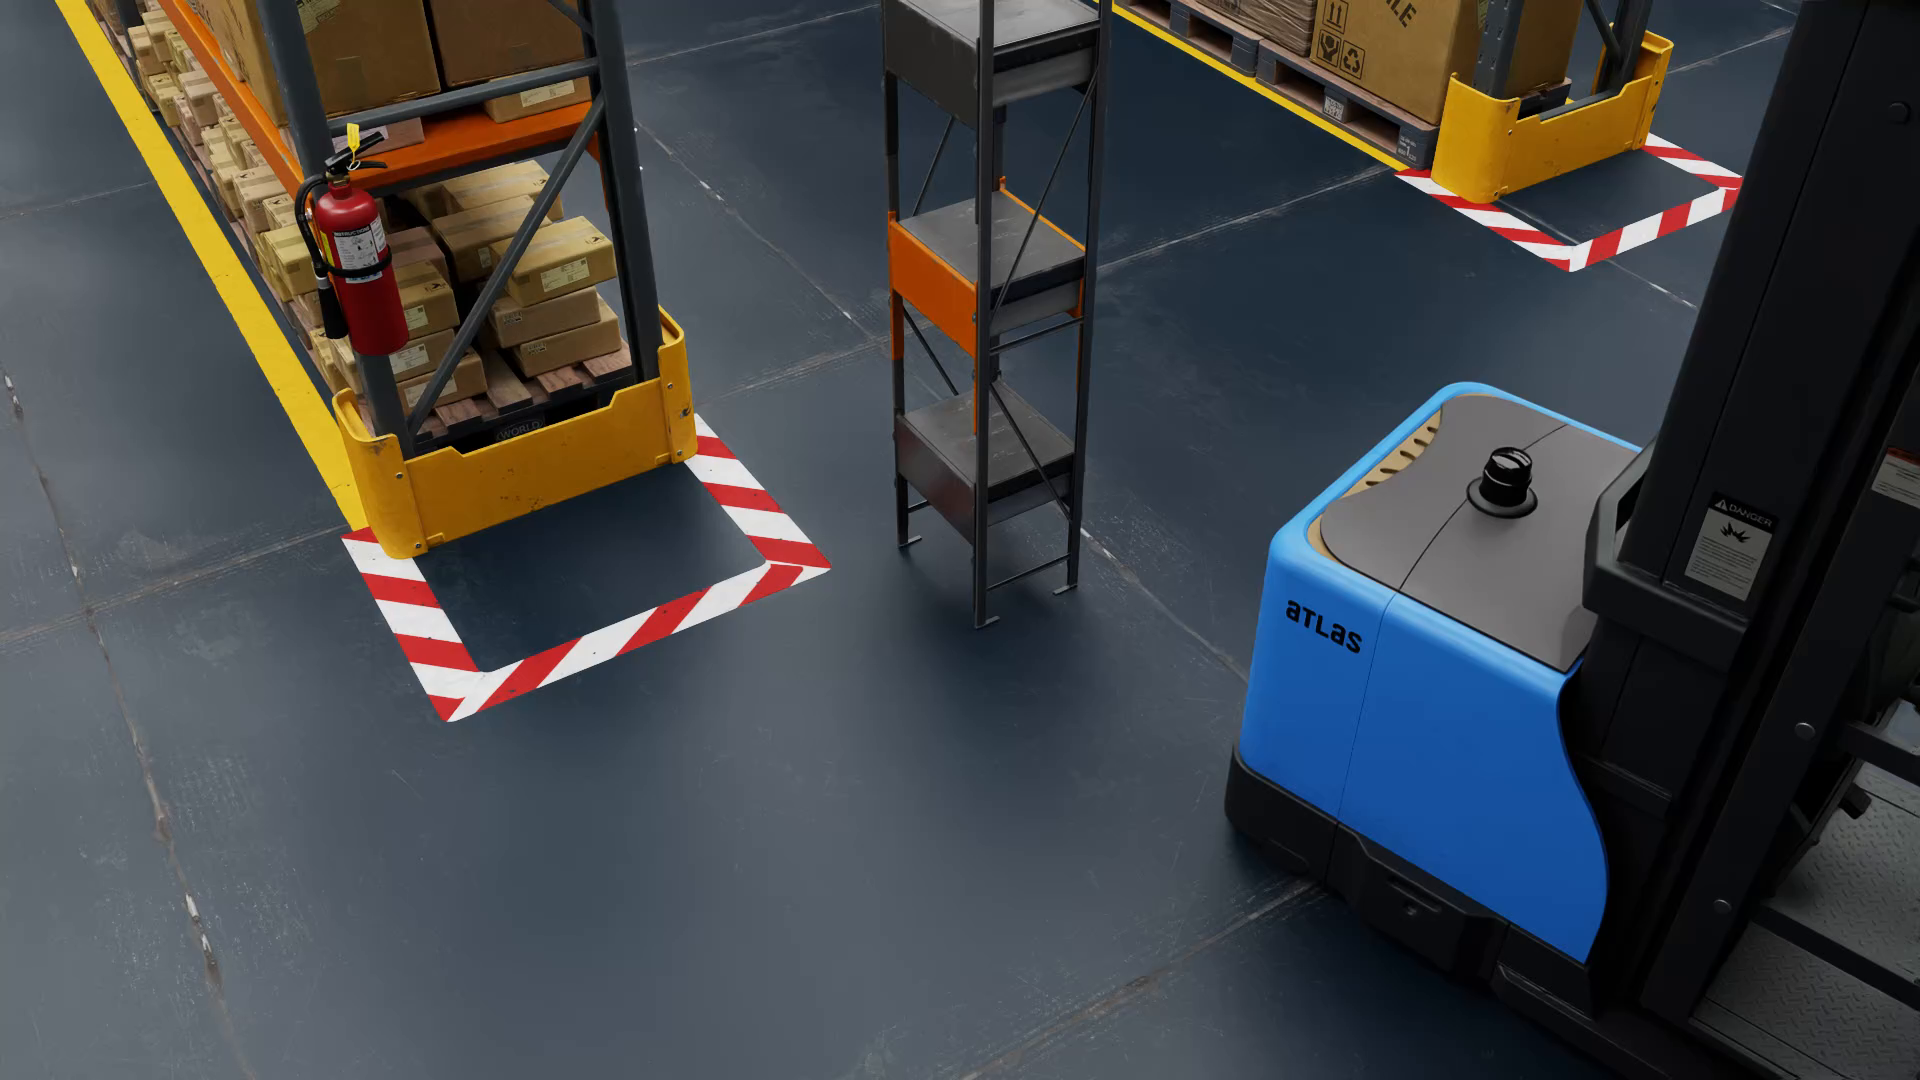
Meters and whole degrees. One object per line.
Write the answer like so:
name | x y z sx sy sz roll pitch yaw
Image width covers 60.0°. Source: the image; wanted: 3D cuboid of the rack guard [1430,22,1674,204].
rack guard | 2.762 -2.002 7.762 1.175 0.500 0.348 -22 45 -24

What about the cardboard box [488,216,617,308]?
cardboard box | -1.483 -1.017 6.061 0.380 0.149 0.250 -24 46 -26

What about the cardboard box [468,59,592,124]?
cardboard box | -1.385 -1.513 5.419 0.380 0.149 0.250 -23 45 -25

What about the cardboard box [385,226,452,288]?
cardboard box | -2.072 -0.971 6.006 0.380 0.149 0.250 -21 44 -24

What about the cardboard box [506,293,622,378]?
cardboard box | -1.499 -0.781 6.244 0.380 0.149 0.250 -21 44 -24

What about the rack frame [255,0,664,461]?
rack frame | -1.487 -1.322 4.994 1.000 3.000 0.127 -22 45 -24

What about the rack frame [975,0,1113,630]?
rack frame | 0.220 -0.586 4.813 0.400 2.100 0.015 -22 45 -24

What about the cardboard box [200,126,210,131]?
cardboard box | -3.214 -1.861 7.539 0.380 0.149 0.250 -23 45 -25

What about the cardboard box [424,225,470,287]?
cardboard box | -1.859 -1.143 6.445 0.380 0.149 0.250 -22 44 -24

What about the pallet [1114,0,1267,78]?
pallet | 1.601 -2.966 9.145 1.003 0.211 1.213 -22 45 -24

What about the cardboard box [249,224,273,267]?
cardboard box | -2.582 -1.244 6.567 0.380 0.149 0.250 -22 44 -24

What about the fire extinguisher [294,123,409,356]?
fire extinguisher | -1.741 -0.855 4.784 0.296 0.674 0.183 -22 45 -24

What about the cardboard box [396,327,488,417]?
cardboard box | -1.946 -0.601 6.027 0.380 0.149 0.250 -21 44 -24

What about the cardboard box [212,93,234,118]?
cardboard box | -2.909 -1.813 7.017 0.380 0.149 0.250 -24 45 -26

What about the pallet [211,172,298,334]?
pallet | -2.587 -1.401 7.266 1.003 0.211 1.213 -22 45 -24

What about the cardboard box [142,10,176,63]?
cardboard box | -3.530 -2.350 7.661 0.380 0.149 0.250 -20 44 -22

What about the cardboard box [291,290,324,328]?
cardboard box | -2.293 -0.969 6.237 0.380 0.149 0.250 -24 45 -26

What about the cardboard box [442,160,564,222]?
cardboard box | -1.760 -1.304 6.406 0.380 0.149 0.250 -22 45 -25

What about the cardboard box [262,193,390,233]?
cardboard box | -2.405 -1.229 6.315 0.380 0.149 0.250 -24 45 -26

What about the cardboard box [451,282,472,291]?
cardboard box | -1.848 -1.026 6.537 0.380 0.149 0.250 -22 44 -24

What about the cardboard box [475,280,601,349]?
cardboard box | -1.553 -0.874 6.122 0.380 0.149 0.250 -20 44 -23

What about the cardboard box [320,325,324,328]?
cardboard box | -2.239 -0.877 6.358 0.380 0.149 0.250 -22 45 -25

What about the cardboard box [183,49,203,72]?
cardboard box | -3.193 -2.097 7.358 0.380 0.149 0.250 -23 45 -25

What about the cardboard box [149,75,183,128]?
cardboard box | -3.570 -2.097 7.822 0.380 0.149 0.250 -21 44 -23

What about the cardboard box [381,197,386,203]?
cardboard box | -2.309 -1.561 6.947 0.380 0.149 0.250 -20 44 -22

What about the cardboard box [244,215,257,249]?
cardboard box | -2.703 -1.276 6.837 0.380 0.149 0.250 -21 44 -24

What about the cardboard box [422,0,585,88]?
cardboard box | -1.496 -1.812 5.271 0.500 0.500 0.500 -20 44 -22

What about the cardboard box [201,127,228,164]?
cardboard box | -2.987 -1.670 7.077 0.380 0.149 0.250 -23 45 -25

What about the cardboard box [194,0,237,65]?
cardboard box | -2.219 -1.909 5.387 0.500 0.500 0.500 -23 45 -25

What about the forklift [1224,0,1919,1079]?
forklift | 2.191 0.087 3.355 3.031 2.935 1.130 29 48 30

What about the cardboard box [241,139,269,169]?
cardboard box | -2.644 -1.535 6.683 0.380 0.149 0.250 -24 45 -26

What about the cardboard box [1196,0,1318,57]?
cardboard box | 1.848 -3.129 8.494 0.875 0.875 0.875 -22 45 -24

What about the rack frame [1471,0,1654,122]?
rack frame | 2.749 -2.975 6.977 1.000 3.000 0.127 -22 45 -24

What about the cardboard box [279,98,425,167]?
cardboard box | -1.901 -1.305 5.169 0.380 0.149 0.250 -22 45 -24

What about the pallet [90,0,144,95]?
pallet | -4.058 -2.830 8.981 1.003 0.211 1.213 -22 45 -24

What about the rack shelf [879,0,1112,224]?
rack shelf | 0.089 -1.245 4.531 0.431 0.518 0.480 -22 45 -24

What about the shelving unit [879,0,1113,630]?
shelving unit | 0.089 -0.717 4.971 0.431 2.100 0.503 -22 45 -24

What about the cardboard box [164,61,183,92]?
cardboard box | -3.501 -2.250 7.774 0.380 0.149 0.250 -22 45 -24

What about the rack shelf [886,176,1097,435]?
rack shelf | 0.089 -0.707 4.979 0.431 0.518 0.480 -22 45 -24
